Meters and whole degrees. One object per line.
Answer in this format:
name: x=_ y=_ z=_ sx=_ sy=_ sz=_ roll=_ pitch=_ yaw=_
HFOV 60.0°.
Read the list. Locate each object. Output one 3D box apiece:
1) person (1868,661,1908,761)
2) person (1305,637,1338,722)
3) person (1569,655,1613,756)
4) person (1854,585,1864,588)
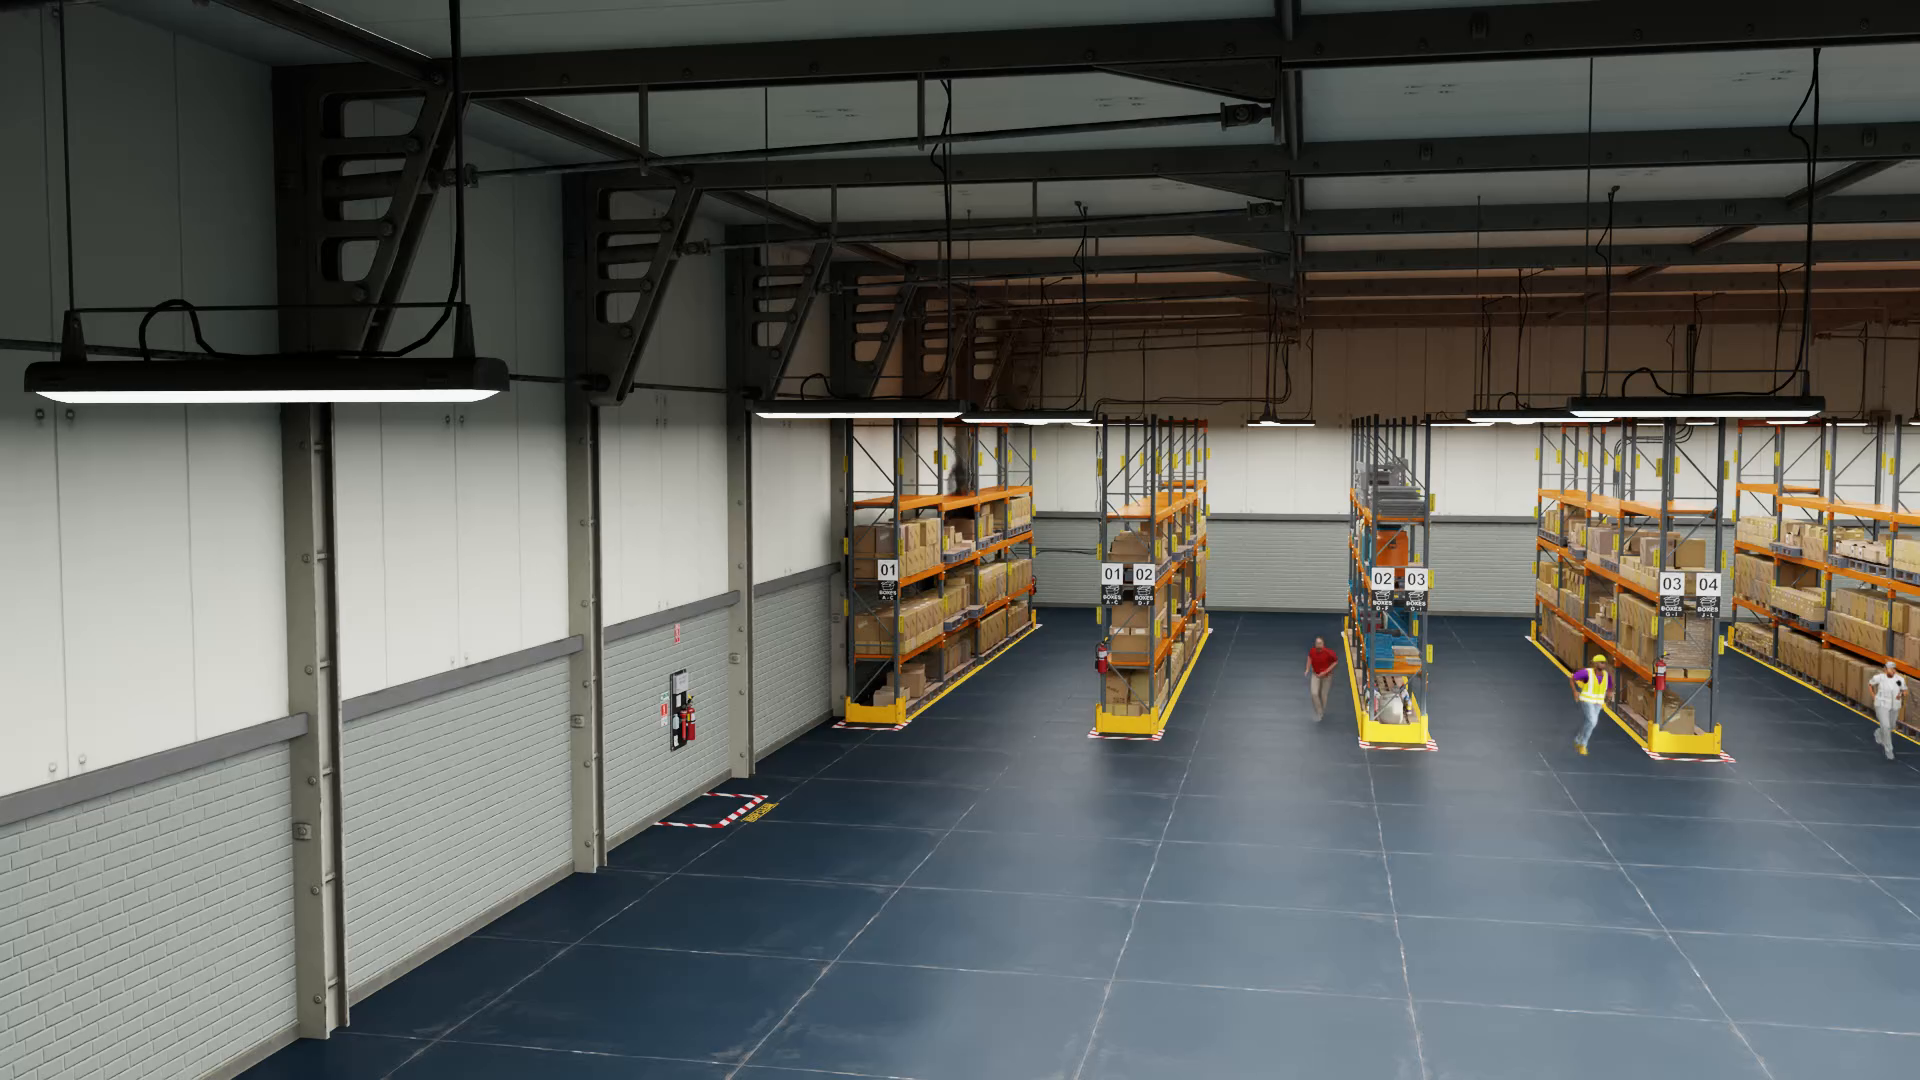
person: x=16.309 y=2.971 z=29.206 sx=0.561 sy=1.712 sz=1.007 roll=0 pitch=4 yaw=4
person: x=7.192 y=2.728 z=32.910 sx=0.665 sy=1.706 sz=0.820 roll=2 pitch=4 yaw=28
person: x=11.208 y=2.908 z=29.451 sx=0.721 sy=1.774 sz=0.713 roll=-1 pitch=4 yaw=-15
person: x=22.821 y=2.037 z=42.194 sx=0.630 sy=1.811 sz=0.827 roll=0 pitch=4 yaw=-3
